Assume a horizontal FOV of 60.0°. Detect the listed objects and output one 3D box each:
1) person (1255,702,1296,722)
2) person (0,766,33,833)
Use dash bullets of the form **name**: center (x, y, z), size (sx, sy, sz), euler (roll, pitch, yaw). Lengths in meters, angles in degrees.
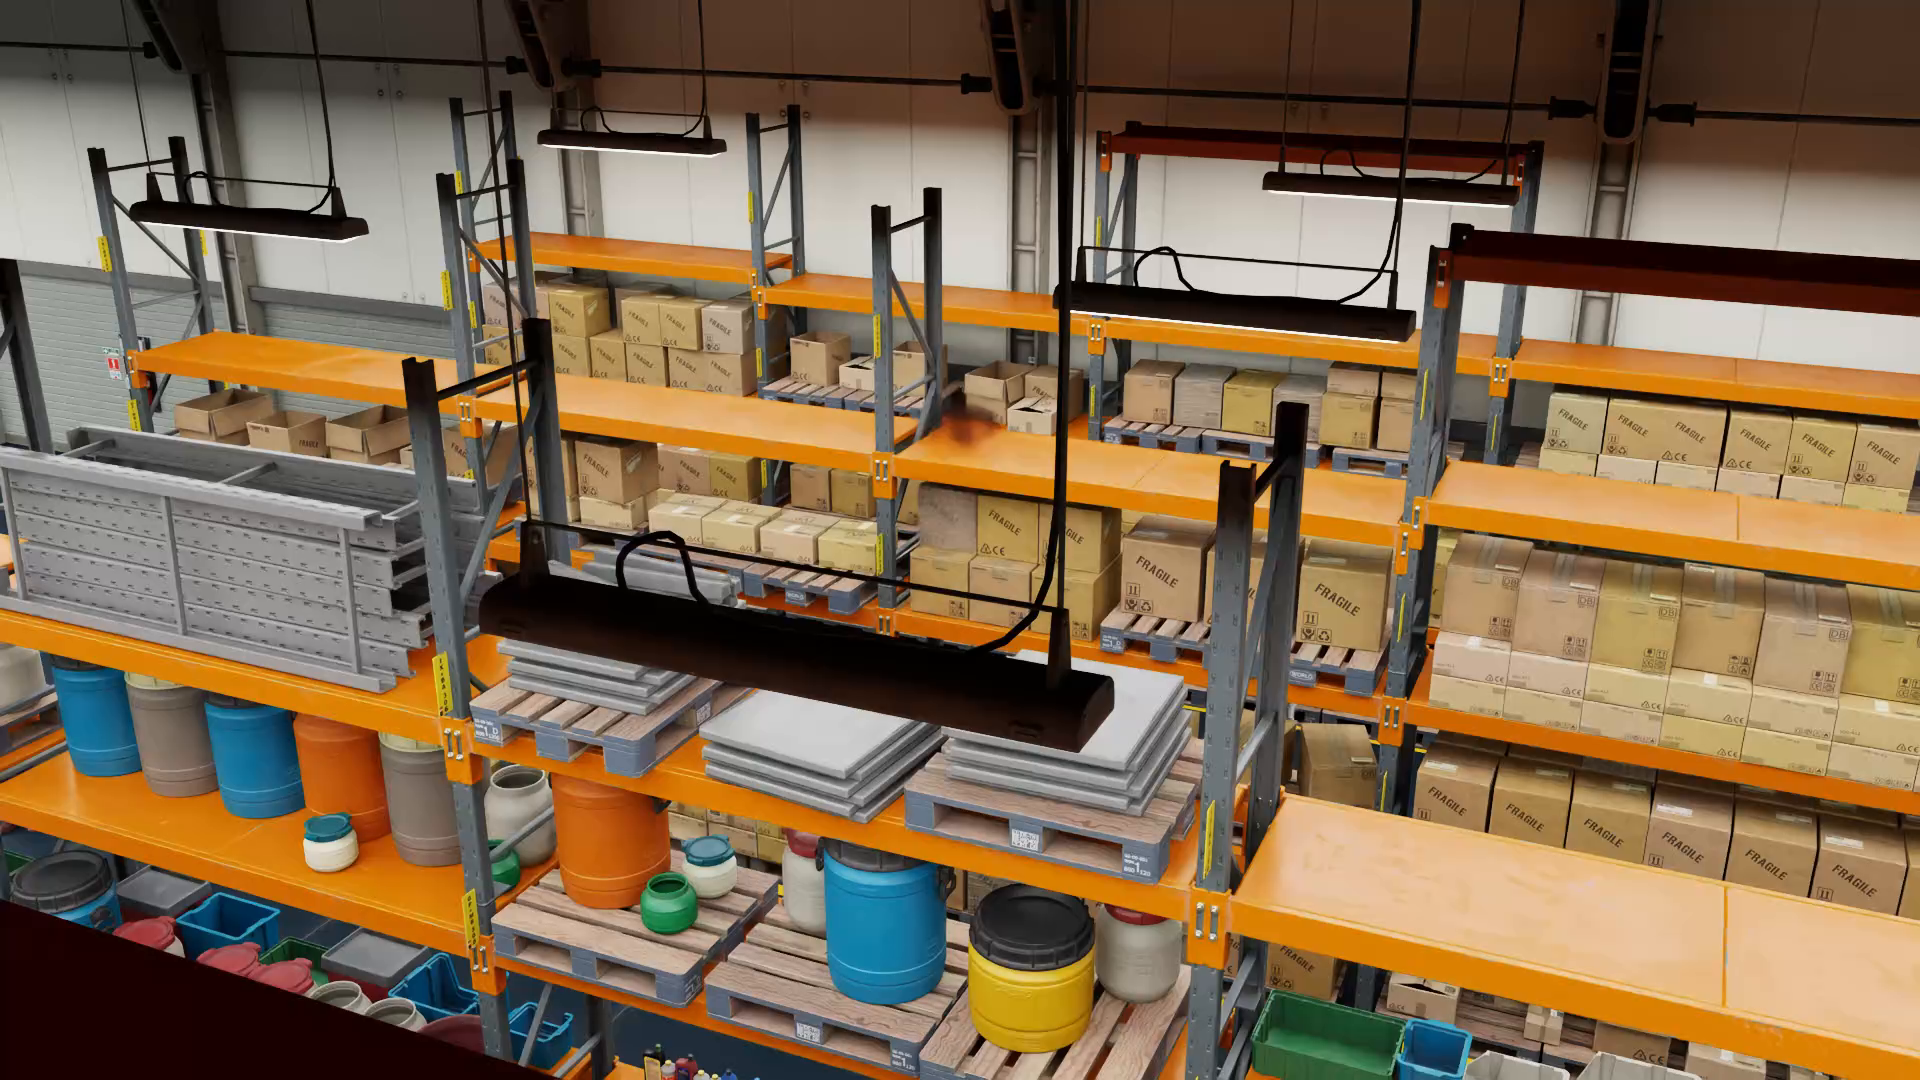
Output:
- **person**: center (2.861, 1.875, 15.445), size (0.451, 1.587, 0.520), euler (13, 24, 32)
- **person**: center (-8.804, 1.911, 15.285), size (0.496, 1.647, 0.366), euler (-9, 22, -23)
